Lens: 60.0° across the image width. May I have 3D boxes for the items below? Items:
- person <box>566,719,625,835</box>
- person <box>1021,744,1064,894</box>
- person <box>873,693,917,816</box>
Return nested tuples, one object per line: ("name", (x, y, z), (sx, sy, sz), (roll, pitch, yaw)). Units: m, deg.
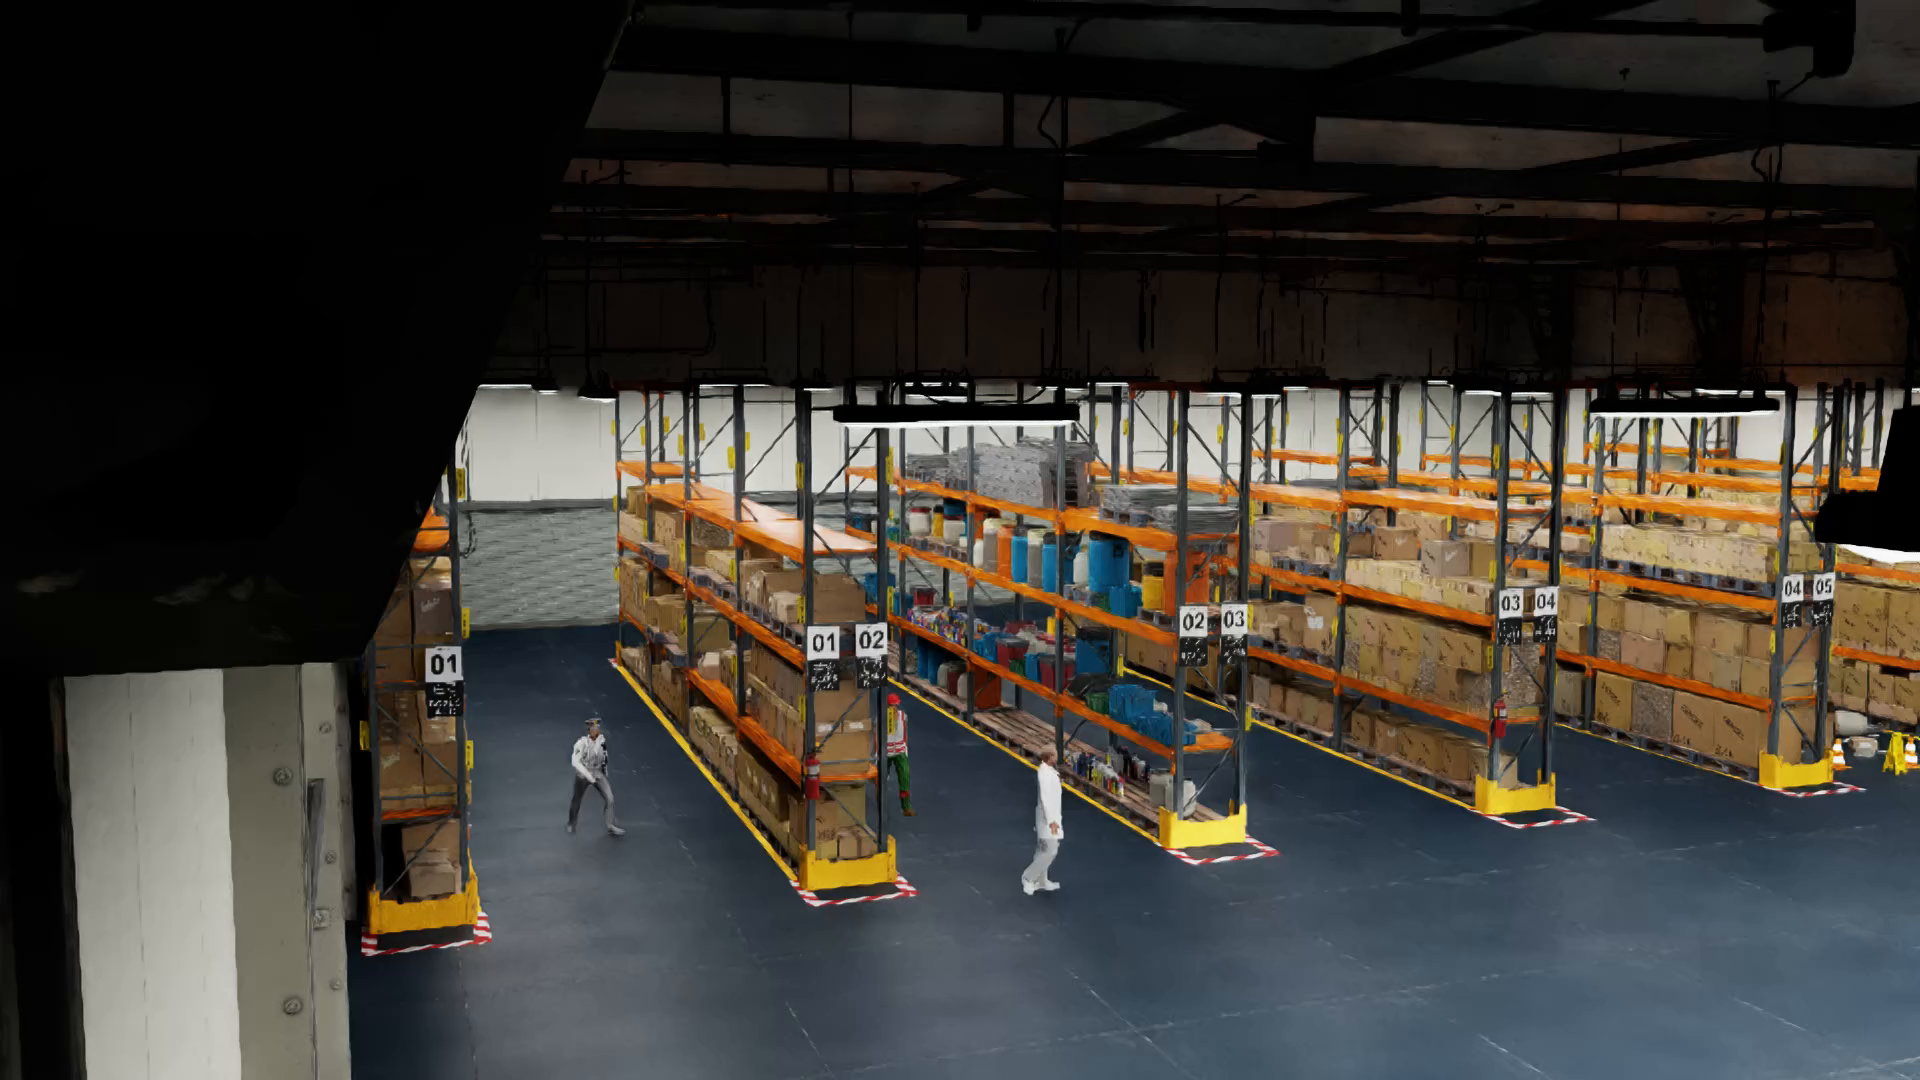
("person", (-4.964, 3.161, 22.367), (0.639, 1.610, 0.790), (-4, 7, -36))
("person", (1.000, 3.337, 19.898), (0.511, 1.770, 0.759), (1, 6, 7))
("person", (-0.951, 2.990, 23.443), (0.553, 1.709, 1.120), (-2, 6, -17))
